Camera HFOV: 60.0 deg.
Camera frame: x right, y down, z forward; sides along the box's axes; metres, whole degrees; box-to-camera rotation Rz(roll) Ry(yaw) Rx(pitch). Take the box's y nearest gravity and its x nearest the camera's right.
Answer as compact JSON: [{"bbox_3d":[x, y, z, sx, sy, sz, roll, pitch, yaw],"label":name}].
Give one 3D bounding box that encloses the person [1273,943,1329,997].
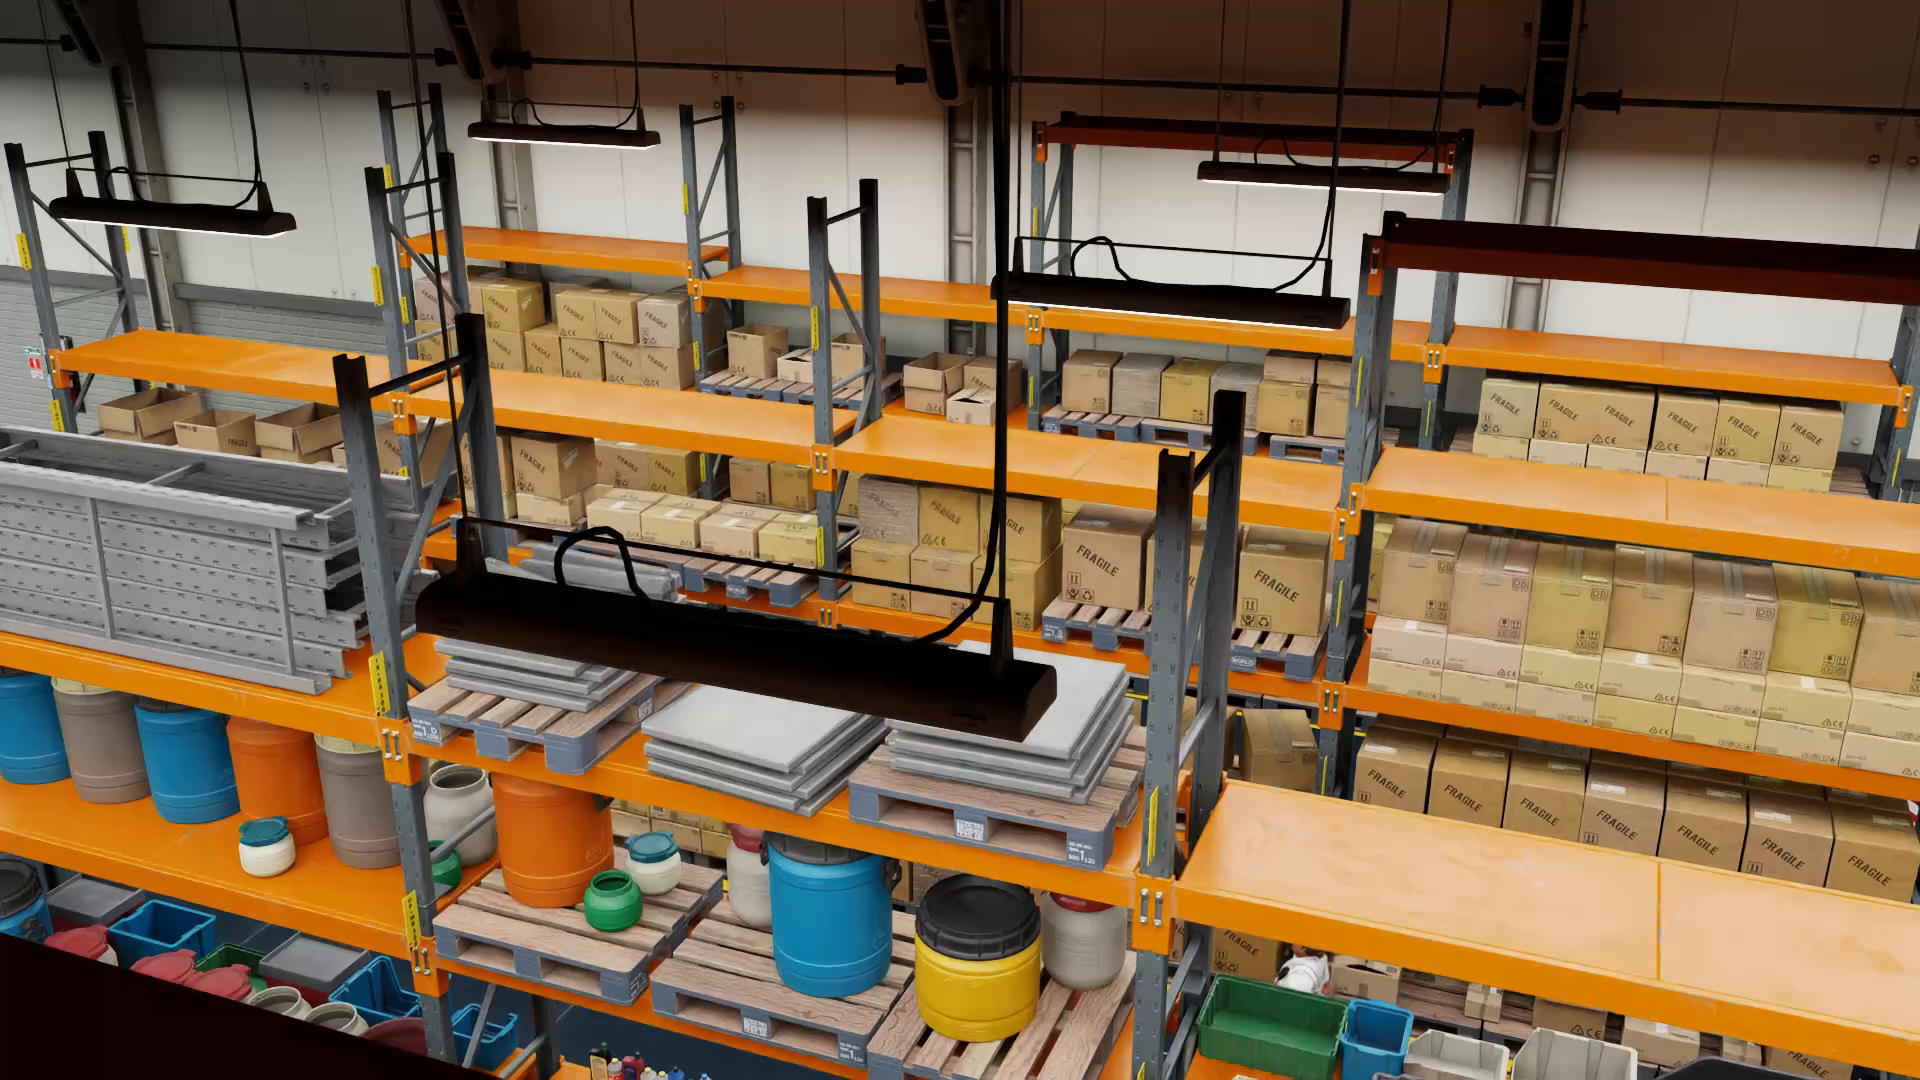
[{"bbox_3d":[2.309,3.315,11.385,1.034,1.604,0.500,7,22,18],"label":"person"}]
